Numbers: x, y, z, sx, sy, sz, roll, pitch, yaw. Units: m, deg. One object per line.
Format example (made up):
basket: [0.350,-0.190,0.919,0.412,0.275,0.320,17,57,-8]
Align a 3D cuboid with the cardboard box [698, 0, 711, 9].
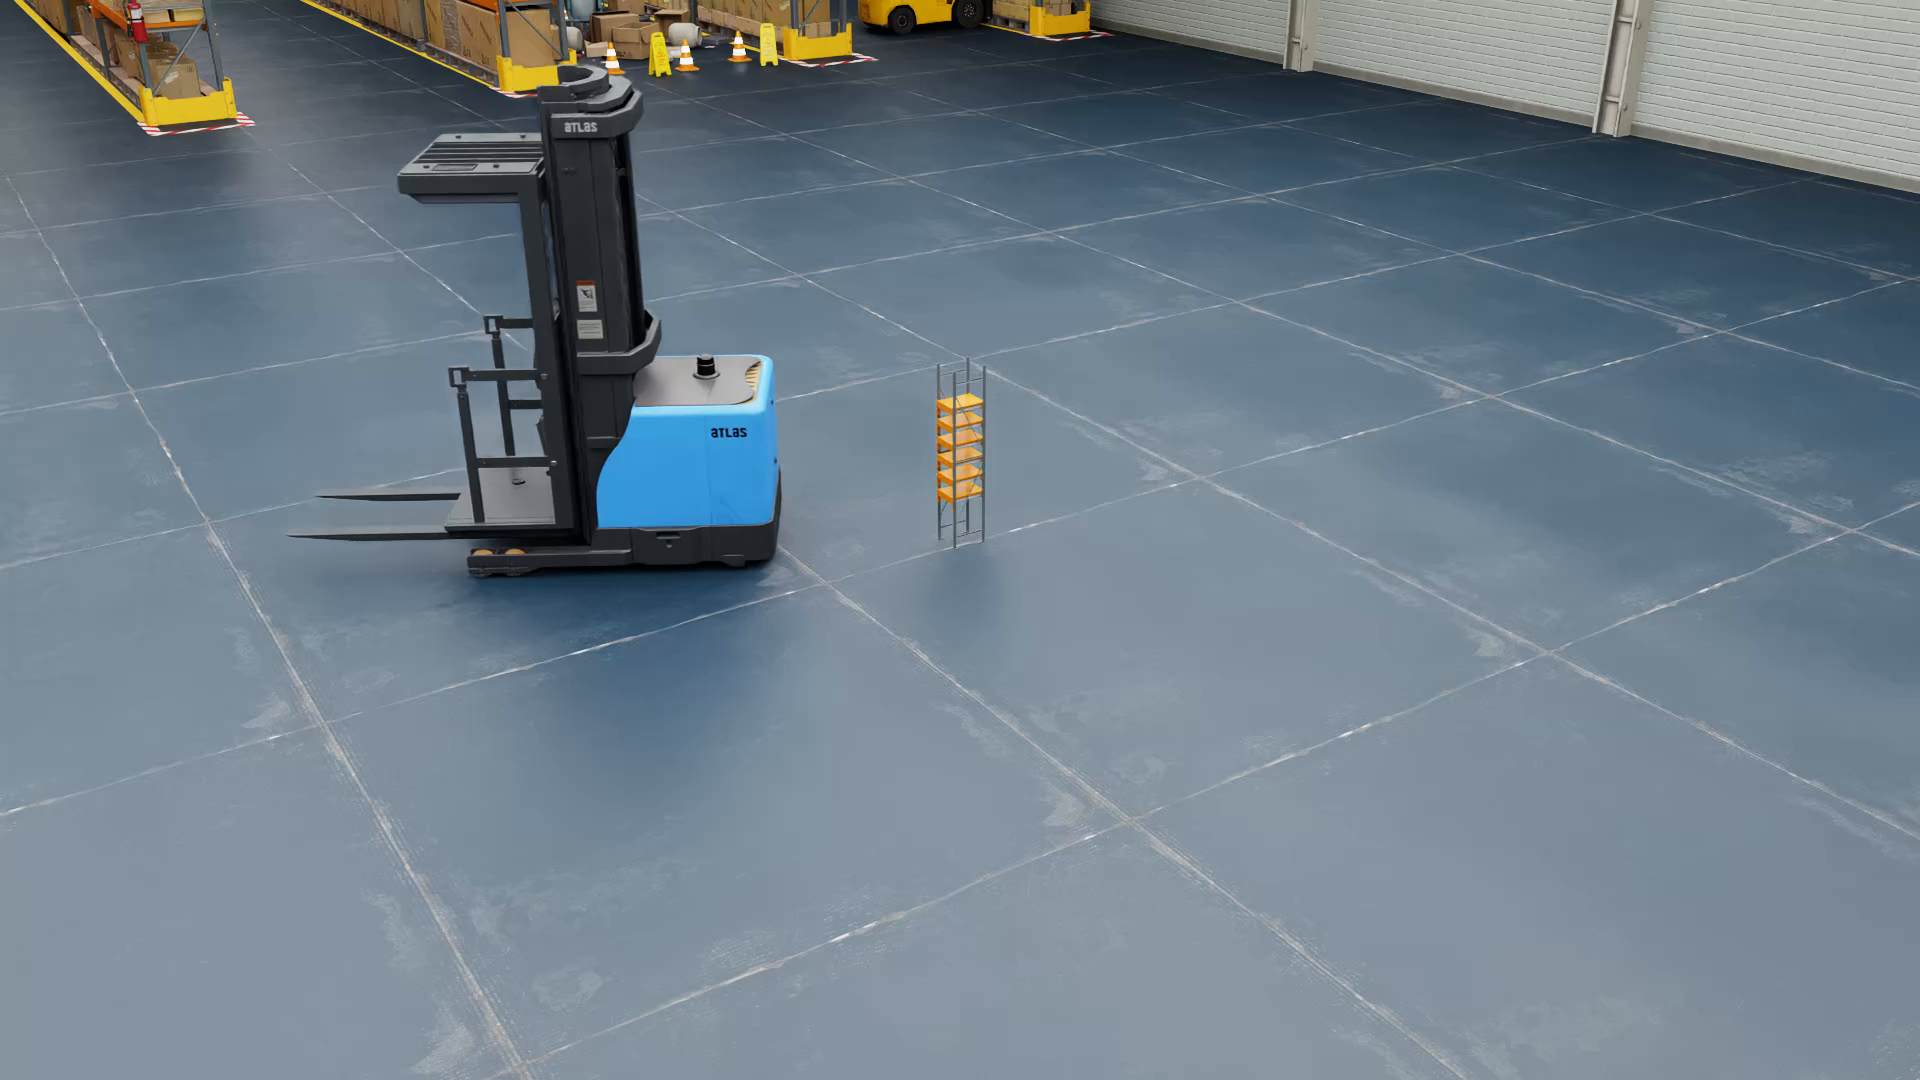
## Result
cardboard box: [-4.433,-9.928,30.116,0.500,0.500,0.500,-14,29,-27]

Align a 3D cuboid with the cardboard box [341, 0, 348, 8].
cardboard box: [-11.664,-10.577,32.079,0.500,0.500,0.500,-14,29,-28]

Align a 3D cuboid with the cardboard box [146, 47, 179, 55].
cardboard box: [-11.657,-6.897,24.282,0.500,0.500,0.500,-13,28,-25]

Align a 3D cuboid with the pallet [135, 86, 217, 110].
pallet: [-11.104,-6.241,23.722,1.003,0.211,1.213,-16,29,-30]

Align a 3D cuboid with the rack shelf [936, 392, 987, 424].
rack shelf: [0.008,-0.823,10.348,0.258,0.103,0.180,-16,29,-30]

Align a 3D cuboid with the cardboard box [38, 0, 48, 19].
cardboard box: [-16.345,-10.153,30.741,1.225,0.875,0.875,-17,30,-31]

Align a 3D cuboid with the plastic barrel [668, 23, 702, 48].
plastic barrel: [-4.742,-8.706,28.696,0.512,0.421,0.421,3,25,6]

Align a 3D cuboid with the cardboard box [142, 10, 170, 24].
cardboard box: [-10.977,-7.116,22.604,0.380,0.149,0.250,-16,29,-30]

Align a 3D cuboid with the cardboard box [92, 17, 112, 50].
cardboard box: [-13.700,-8.275,27.177,0.700,0.500,0.500,-18,31,-34]

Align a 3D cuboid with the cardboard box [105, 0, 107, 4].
cardboard box: [-12.264,-7.904,24.275,0.380,0.149,0.250,-16,29,-30]

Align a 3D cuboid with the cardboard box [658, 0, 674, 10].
cardboard box: [-5.213,-10.361,31.770,0.950,0.372,0.625,-14,28,-26]

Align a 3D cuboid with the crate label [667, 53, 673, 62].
crate label: [-4.887,-7.930,27.388,0.298,0.136,0.250,12,28,24]

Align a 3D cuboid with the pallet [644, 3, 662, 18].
pallet: [-5.626,-10.370,32.469,1.003,0.211,1.213,-16,29,-30]

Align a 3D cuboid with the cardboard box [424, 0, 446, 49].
cardboard box: [-8.337,-8.714,27.692,0.875,0.875,0.875,-15,29,-29]

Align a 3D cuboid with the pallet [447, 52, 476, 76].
pallet: [-7.602,-7.738,26.894,1.003,0.211,1.213,-16,29,-30]

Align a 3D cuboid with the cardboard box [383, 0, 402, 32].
cardboard box: [-9.559,-9.446,29.389,1.050,0.750,0.750,-16,29,-30]

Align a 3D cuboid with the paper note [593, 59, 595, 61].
paper note: [-6.086,-7.980,27.641,0.032,0.001,0.123,-1,25,-3]

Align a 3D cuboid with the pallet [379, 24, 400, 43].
pallet: [-9.776,-9.160,29.907,1.003,0.211,1.213,-16,29,-30]

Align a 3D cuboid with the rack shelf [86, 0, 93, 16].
rack shelf: [-13.924,-8.996,27.136,1.077,0.370,4.000,-16,29,-30]

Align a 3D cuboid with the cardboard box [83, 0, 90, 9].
cardboard box: [-14.625,-9.212,28.285,0.500,0.250,0.500,-14,29,-28]

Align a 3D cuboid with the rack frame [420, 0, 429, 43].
rack frame: [-8.622,-9.726,27.839,1.000,3.000,0.127,-16,29,-30]

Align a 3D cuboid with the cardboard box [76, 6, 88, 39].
cardboard box: [-14.633,-8.871,28.440,0.700,0.500,0.500,-17,30,-32]

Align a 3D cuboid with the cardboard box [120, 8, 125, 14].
cardboard box: [-11.673,-7.559,23.543,0.380,0.149,0.250,-16,29,-30]

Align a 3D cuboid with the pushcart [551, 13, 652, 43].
pushcart: [-6.412,-9.181,29.756,0.936,0.377,1.648,18,31,33]

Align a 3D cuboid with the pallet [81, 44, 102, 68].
pallet: [-13.929,-8.060,27.577,1.003,0.211,1.213,-16,29,-30]

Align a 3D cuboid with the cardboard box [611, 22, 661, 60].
cardboard box: [-5.426,-8.395,27.943,0.637,0.503,0.797,7,26,15]

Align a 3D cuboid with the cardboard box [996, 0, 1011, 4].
cardboard box: [1.019,-10.099,30.772,0.500,0.250,0.500,-16,30,-30]

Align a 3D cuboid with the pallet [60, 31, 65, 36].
pallet: [-16.045,-9.512,30.651,1.003,0.211,1.213,-16,29,-30]

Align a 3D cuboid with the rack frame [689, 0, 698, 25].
rack frame: [-4.529,-10.916,30.359,1.000,3.000,0.127,-16,29,-30]

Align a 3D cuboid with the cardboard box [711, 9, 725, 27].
cardboard box: [-4.133,-9.400,29.878,0.500,0.250,0.500,-14,29,-27]

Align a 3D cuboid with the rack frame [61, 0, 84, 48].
rack frame: [-15.016,-10.037,28.498,1.000,3.000,0.127,-16,29,-30]

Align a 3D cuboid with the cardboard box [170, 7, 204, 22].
cardboard box: [-10.605,-7.220,22.824,0.380,0.149,0.250,-16,29,-30]

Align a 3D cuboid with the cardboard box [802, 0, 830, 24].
cardboard box: [-2.568,-9.132,28.431,0.500,0.500,0.500,-17,30,-31]

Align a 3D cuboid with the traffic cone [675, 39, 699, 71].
traffic cone: [-4.406,-7.811,26.754,0.336,0.463,0.334,-16,29,-30]

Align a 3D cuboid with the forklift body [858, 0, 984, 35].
forklift body: [-0.753,-10.513,30.499,2.313,2.155,1.214,-16,29,-30]

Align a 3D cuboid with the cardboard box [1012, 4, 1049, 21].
cardboard box: [1.290,-9.684,30.479,0.500,0.250,0.500,-15,29,-29]

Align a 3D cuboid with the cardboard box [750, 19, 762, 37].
cardboard box: [-3.289,-8.845,28.702,0.500,0.250,0.500,-15,29,-29]

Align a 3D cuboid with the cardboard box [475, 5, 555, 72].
cardboard box: [-6.863,-7.752,25.654,0.875,0.875,0.875,-15,29,-29]

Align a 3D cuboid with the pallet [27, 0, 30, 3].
pallet: [-18.881,-11.370,34.587,1.003,0.211,1.213,-16,29,-30]

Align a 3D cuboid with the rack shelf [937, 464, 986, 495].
rack shelf: [0.008,-0.389,10.553,0.258,0.103,0.180,-16,29,-30]

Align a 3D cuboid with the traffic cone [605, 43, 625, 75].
traffic cone: [-5.538,-7.669,26.453,0.336,0.463,0.334,-16,29,-30]

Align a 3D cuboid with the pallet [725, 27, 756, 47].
pallet: [-3.463,-8.986,29.538,1.003,0.211,1.213,-16,29,-30]

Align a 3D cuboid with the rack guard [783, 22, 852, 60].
rack guard: [-2.387,-8.382,27.920,1.175,0.500,0.348,-16,29,-30]

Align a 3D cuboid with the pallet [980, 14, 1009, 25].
pallet: [0.697,-10.082,31.859,1.003,0.211,1.213,-16,29,-30]

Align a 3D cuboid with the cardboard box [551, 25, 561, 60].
cardboard box: [-6.914,-8.281,27.703,0.500,0.500,0.500,-10,27,-21]

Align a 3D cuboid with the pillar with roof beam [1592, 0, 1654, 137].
pillar with roof beam: [5.130,-8.520,18.257,9.100,9.000,0.400,-16,29,-30]

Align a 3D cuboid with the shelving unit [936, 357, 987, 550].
shelving unit: [0.008,-0.537,10.483,0.258,1.200,0.189,-16,29,-30]

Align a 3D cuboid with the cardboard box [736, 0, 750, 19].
cardboard box: [-3.559,-9.365,28.924,0.500,0.500,0.500,-16,30,-31]

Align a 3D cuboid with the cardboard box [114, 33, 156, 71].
cardboard box: [-12.648,-7.514,25.588,0.500,0.500,0.500,-17,30,-31]

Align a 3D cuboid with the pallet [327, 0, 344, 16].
pallet: [-11.892,-10.612,32.981,1.003,0.211,1.213,-16,29,-30]

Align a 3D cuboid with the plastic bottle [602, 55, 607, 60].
plastic bottle: [-5.879,-8.057,27.745,0.283,0.061,0.133,18,31,33]

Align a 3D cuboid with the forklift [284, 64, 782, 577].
forklift: [-2.689,-1.329,10.131,3.031,2.935,1.130,-1,25,-3]
